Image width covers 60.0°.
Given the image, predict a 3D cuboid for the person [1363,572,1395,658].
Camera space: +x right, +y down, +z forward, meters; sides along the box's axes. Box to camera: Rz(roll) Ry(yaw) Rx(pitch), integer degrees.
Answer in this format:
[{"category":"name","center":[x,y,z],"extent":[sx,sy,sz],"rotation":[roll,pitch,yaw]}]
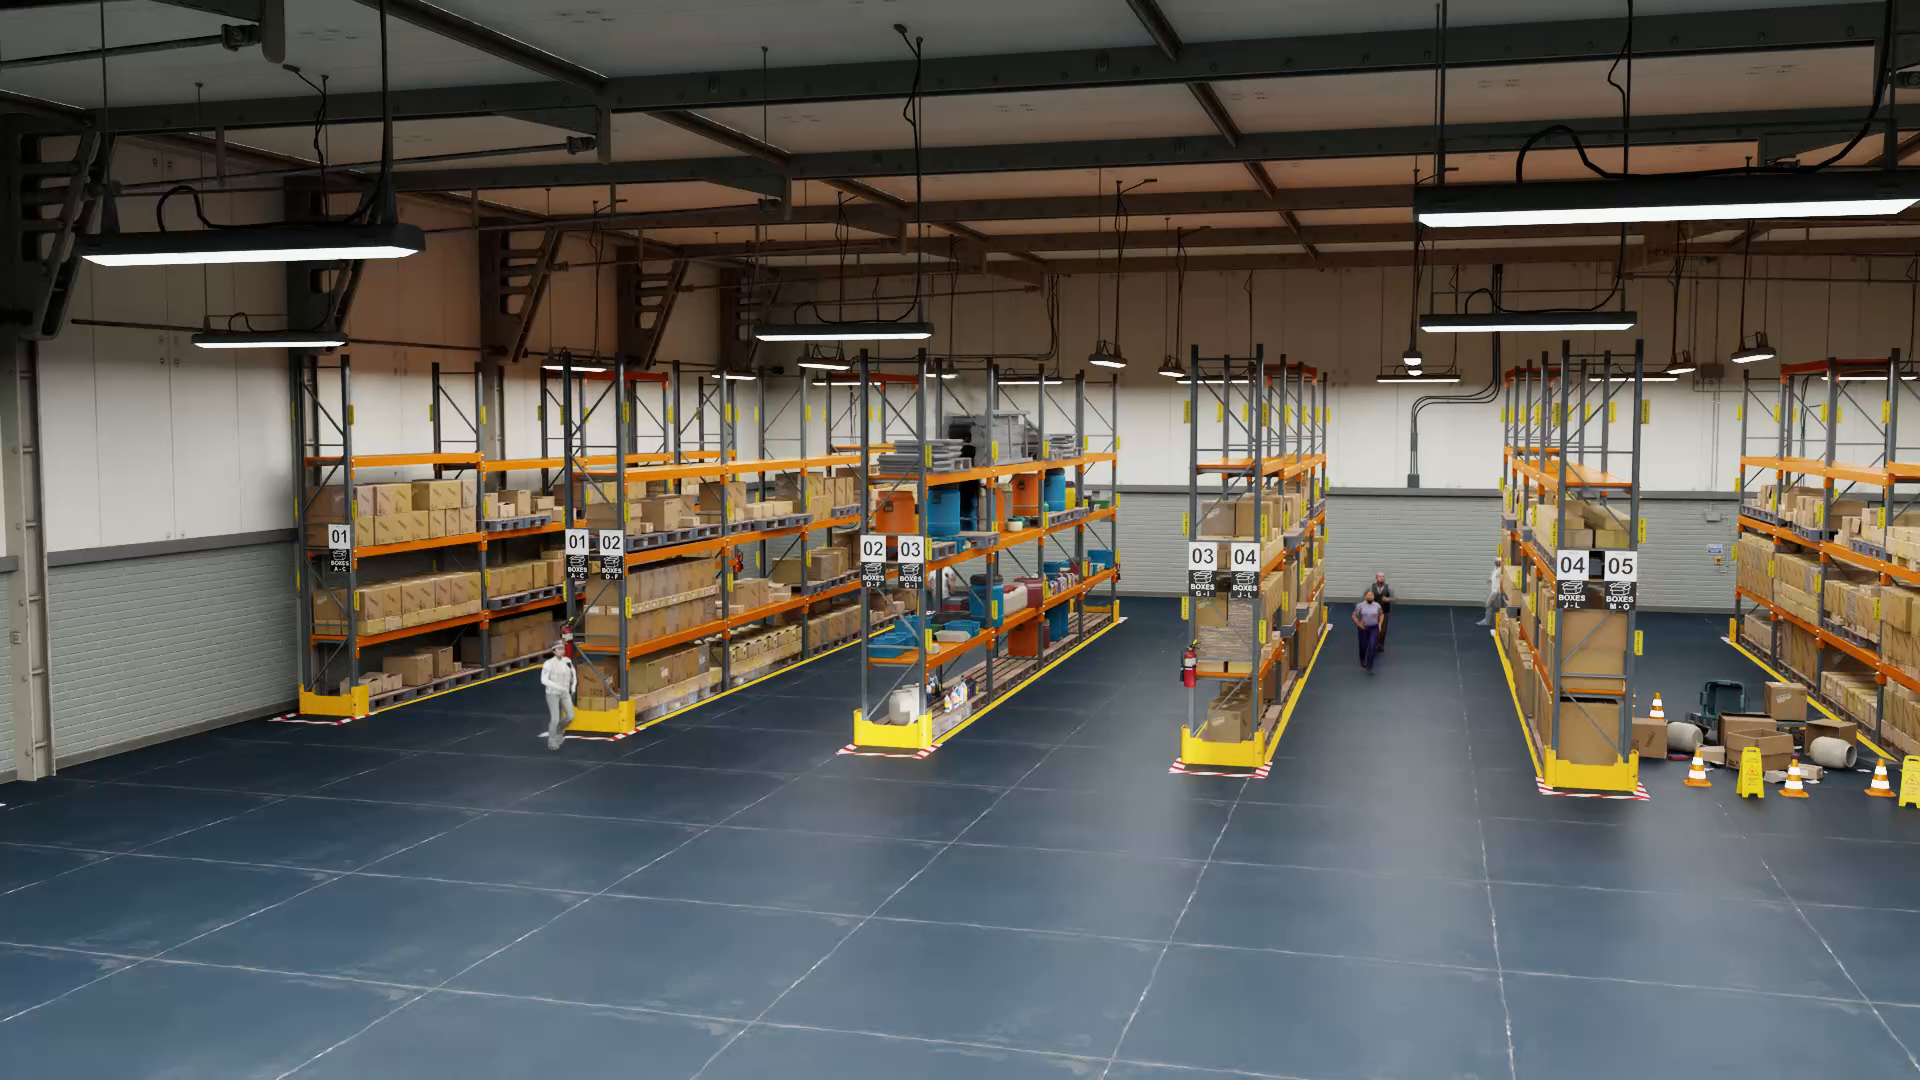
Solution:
[{"category":"person","center":[8.726,1.553,34.614],"extent":[0.624,1.783,0.759],"rotation":[1,4,7]}]

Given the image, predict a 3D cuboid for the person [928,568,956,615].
[{"category":"person","center":[-0.433,1.258,38.207],"extent":[0.647,1.768,0.943],"rotation":[0,4,6]}]

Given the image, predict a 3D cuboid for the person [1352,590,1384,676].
[{"category":"person","center":[7.939,1.781,32.341],"extent":[0.611,1.632,0.765],"rotation":[1,4,10]}]

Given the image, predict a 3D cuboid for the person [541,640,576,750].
[{"category":"person","center":[-5.956,2.312,24.899],"extent":[0.657,1.662,0.571],"rotation":[-4,6,-42]}]

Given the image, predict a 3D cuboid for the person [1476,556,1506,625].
[{"category":"person","center":[12.641,1.183,39.137],"extent":[0.895,1.724,0.828],"rotation":[1,4,14]}]
